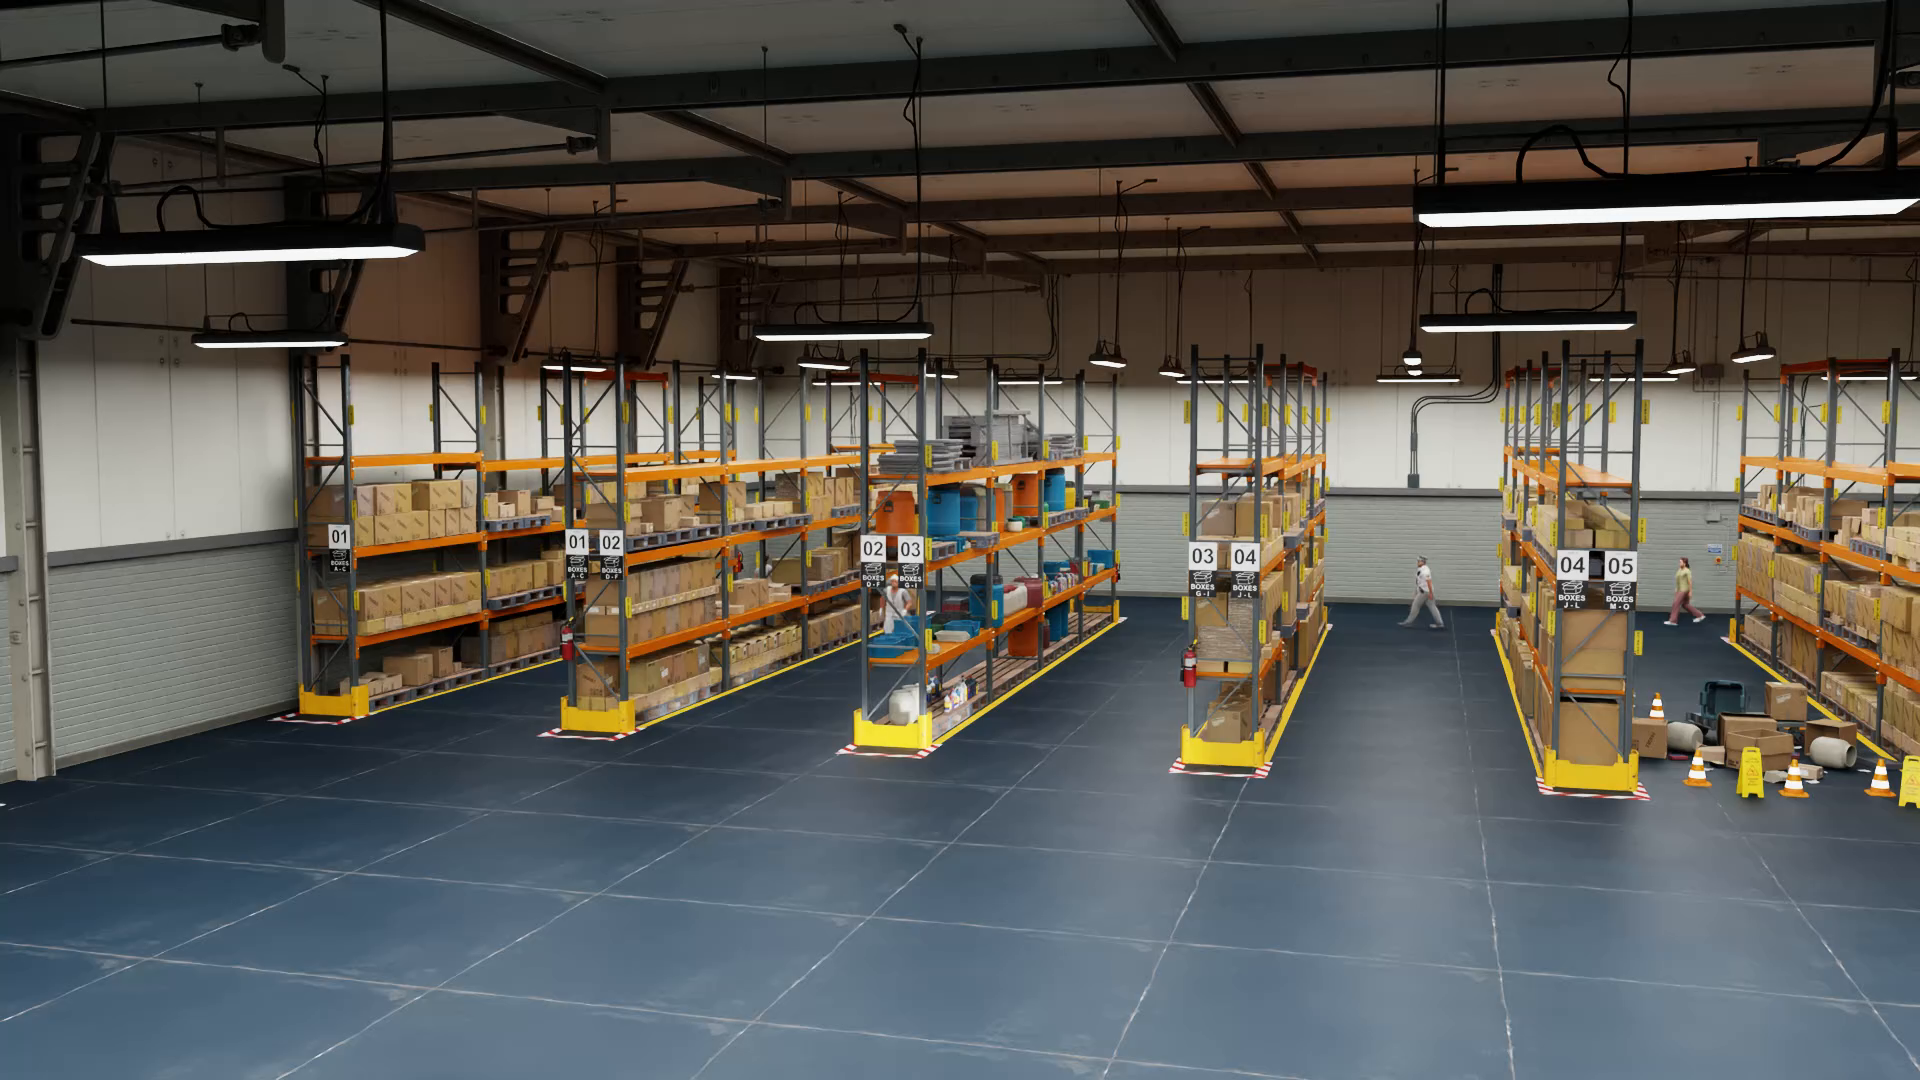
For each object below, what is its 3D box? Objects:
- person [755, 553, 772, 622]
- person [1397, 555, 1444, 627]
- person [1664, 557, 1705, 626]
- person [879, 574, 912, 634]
[{"bbox_3d":[-4.716,1.146,40.161,0.482,1.664,0.449,1,4,13],"label":"person"},{"bbox_3d":[10.863,1.194,39.098,1.039,1.693,0.528,3,5,30],"label":"person"},{"bbox_3d":[17.225,1.217,39.495,0.967,1.633,0.437,1,4,8],"label":"person"},{"bbox_3d":[-1.339,1.600,34.032,0.705,1.817,0.791,1,4,11],"label":"person"}]
